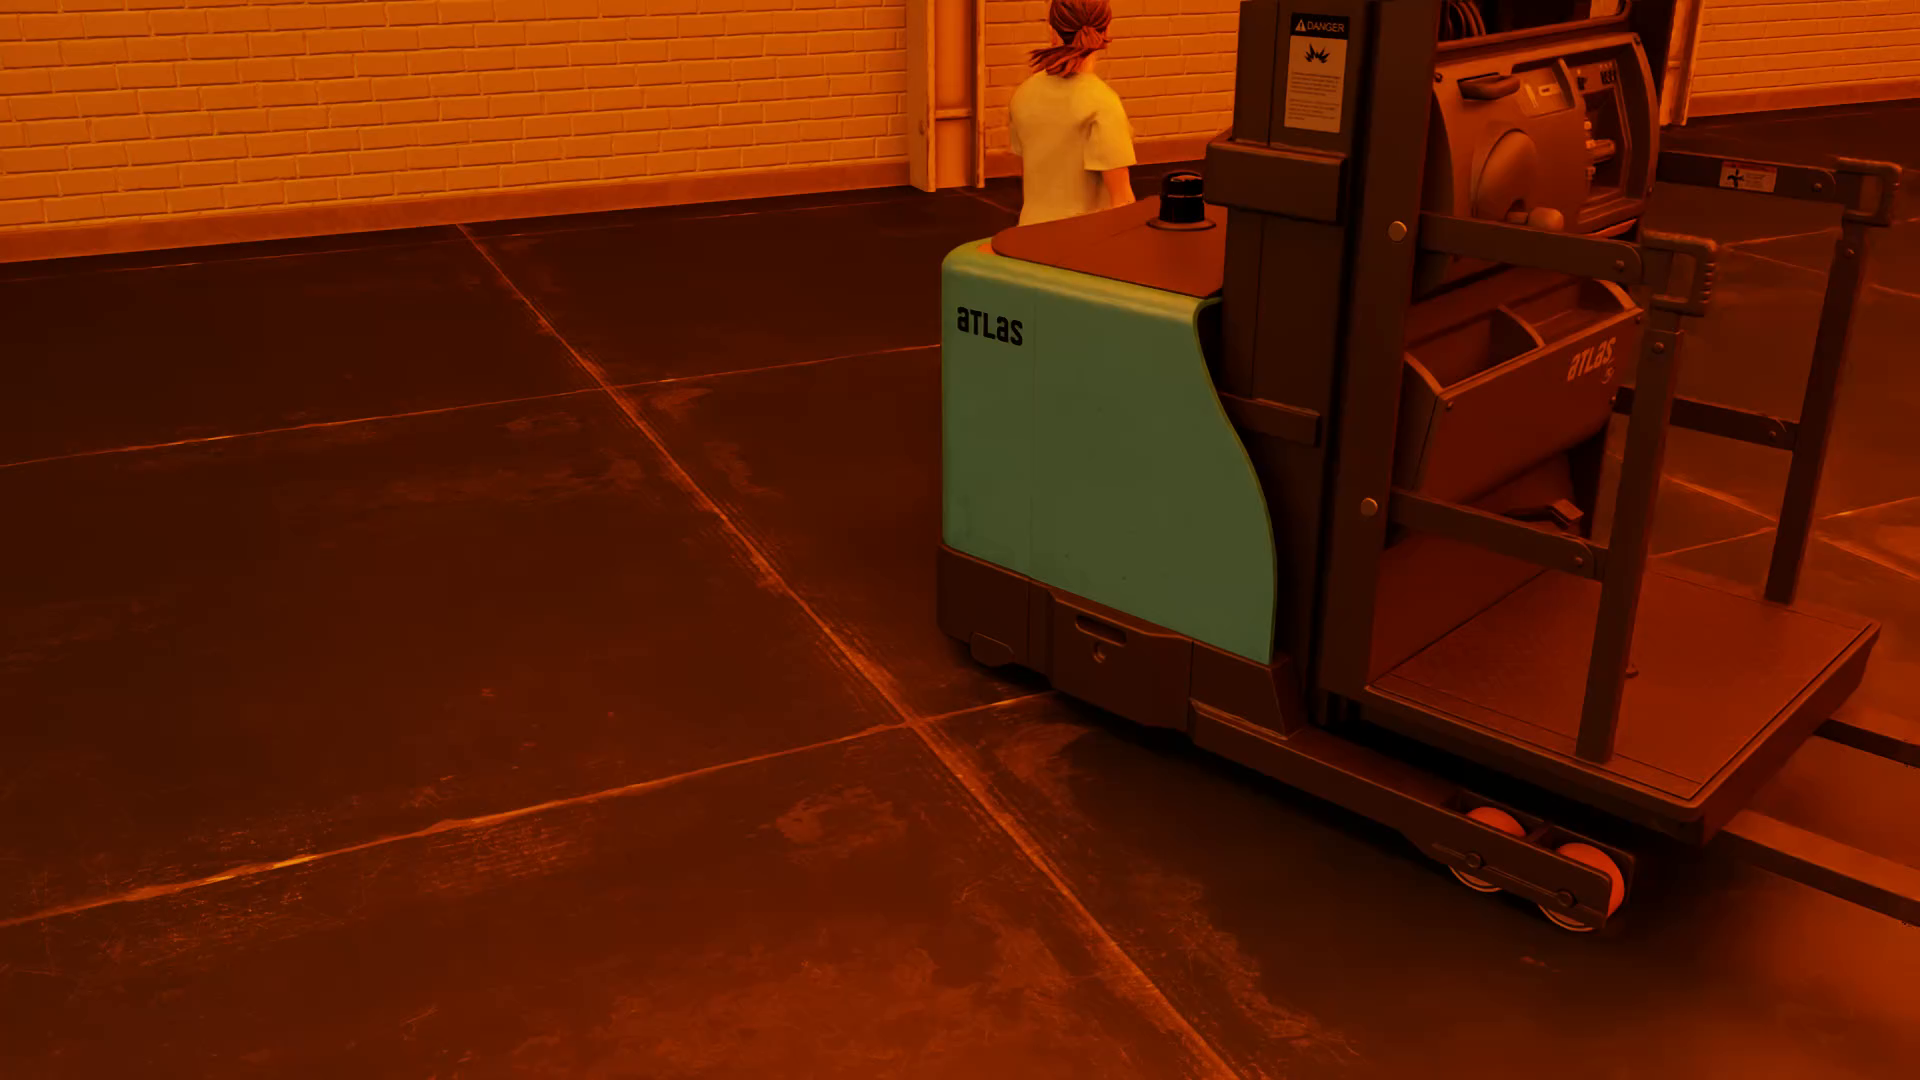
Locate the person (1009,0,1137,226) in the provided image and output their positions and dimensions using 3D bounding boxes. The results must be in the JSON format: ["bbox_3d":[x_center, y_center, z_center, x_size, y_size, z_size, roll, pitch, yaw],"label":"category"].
[{"bbox_3d":[0.427,-0.848,5.031,0.620,1.629,0.910,20,30,40],"label":"person"}]

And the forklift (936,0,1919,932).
[{"bbox_3d":[1.354,-0.813,3.244,3.031,2.935,1.130,20,30,39],"label":"forklift"}]
